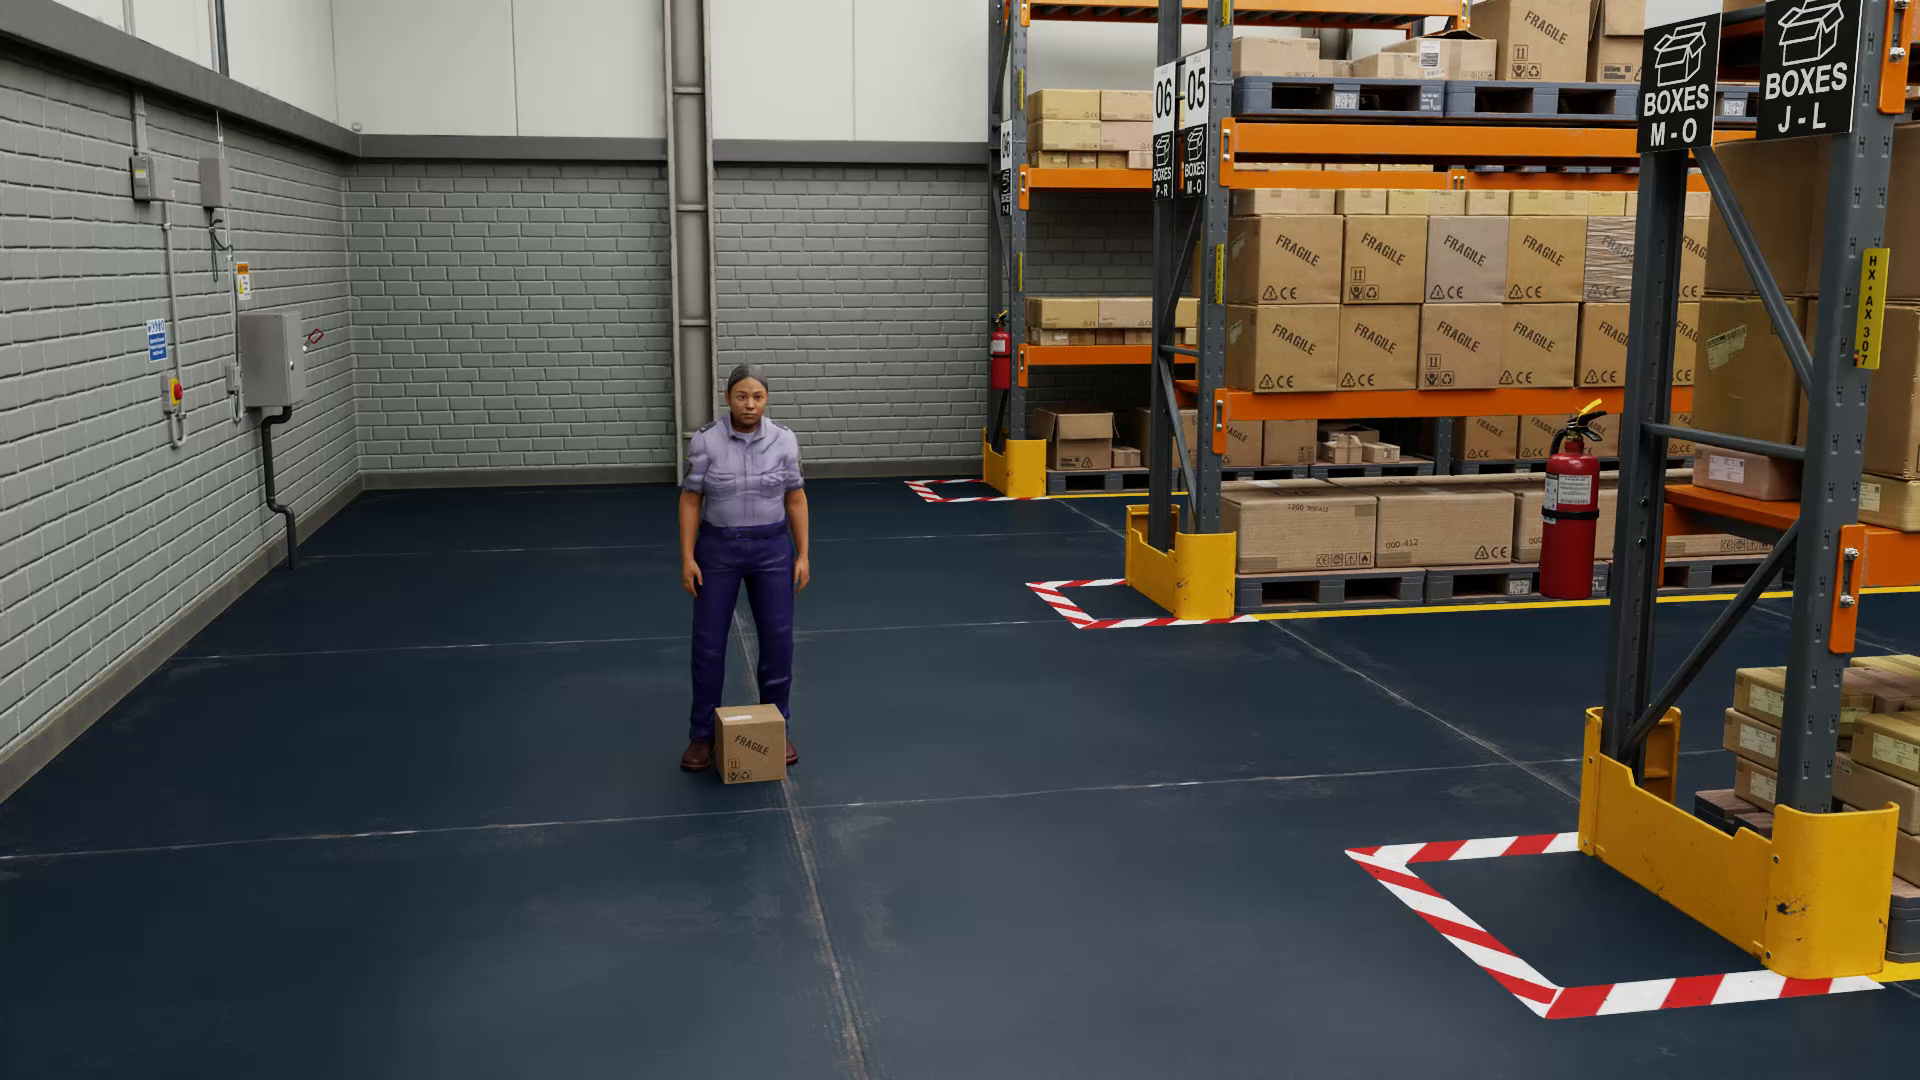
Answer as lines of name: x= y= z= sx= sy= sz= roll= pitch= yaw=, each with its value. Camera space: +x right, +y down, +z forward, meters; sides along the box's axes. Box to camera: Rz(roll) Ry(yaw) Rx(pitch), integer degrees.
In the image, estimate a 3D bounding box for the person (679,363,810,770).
person: x=-0.899 y=0.096 z=6.856 sx=0.560 sy=1.653 sz=0.366 roll=-2 pitch=10 yaw=-13
